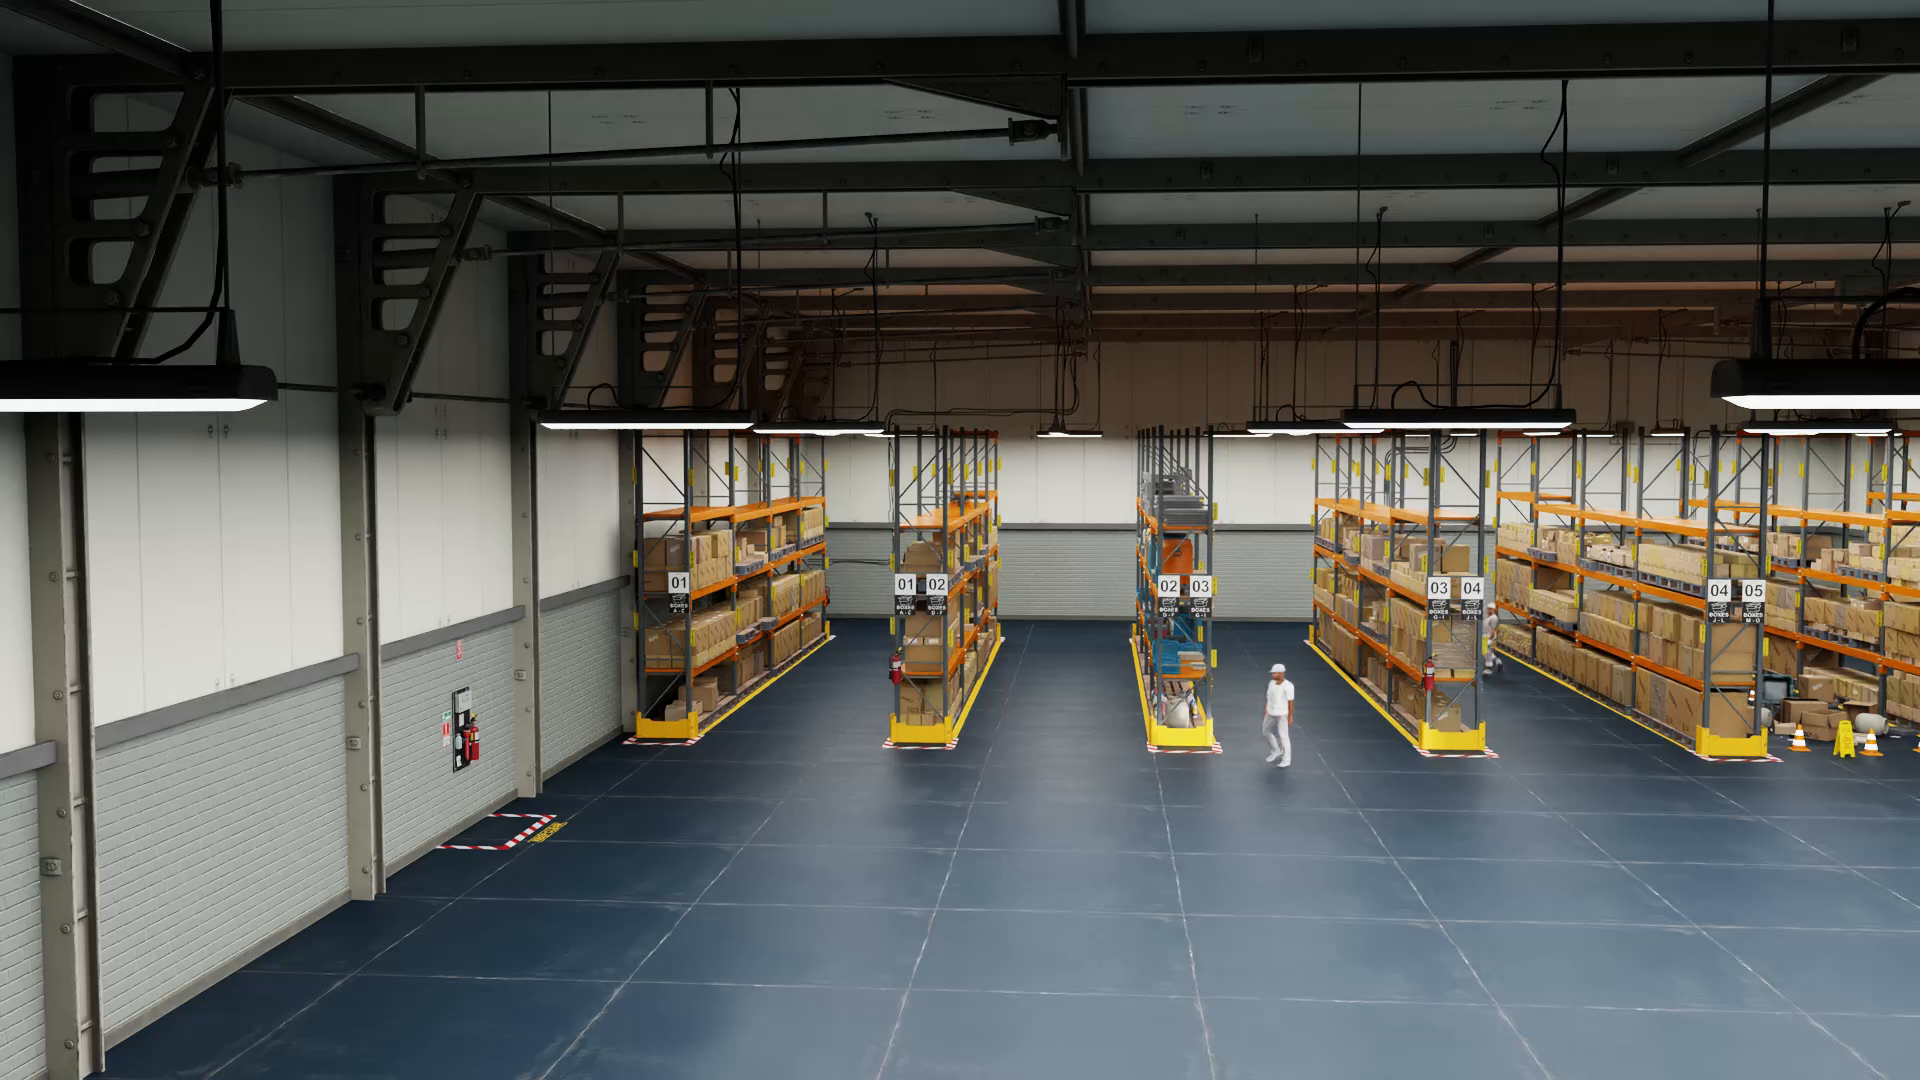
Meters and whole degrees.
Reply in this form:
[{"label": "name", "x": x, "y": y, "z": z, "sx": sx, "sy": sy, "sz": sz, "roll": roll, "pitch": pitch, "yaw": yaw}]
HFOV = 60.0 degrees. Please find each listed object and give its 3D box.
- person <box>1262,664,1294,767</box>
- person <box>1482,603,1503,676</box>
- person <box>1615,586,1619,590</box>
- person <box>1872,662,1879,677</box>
[{"label": "person", "x": 5.605, "y": 3.063, "z": 29.262, "sx": 0.423, "sy": 1.775, "sz": 0.609, "roll": -2, "pitch": 4, "yaw": -34}, {"label": "person", "x": 12.840, "y": 2.406, "z": 40.213, "sx": 0.572, "sy": 1.786, "sz": 0.550, "roll": 2, "pitch": 4, "yaw": 25}, {"label": "person", "x": 17.973, "y": 2.163, "z": 45.224, "sx": 0.766, "sy": 1.812, "sz": 0.753, "roll": -2, "pitch": 4, "yaw": -29}, {"label": "person", "x": 21.375, "y": 2.606, "z": 38.782, "sx": 0.475, "sy": 1.631, "sz": 0.398, "roll": -3, "pitch": 5, "yaw": -44}]
